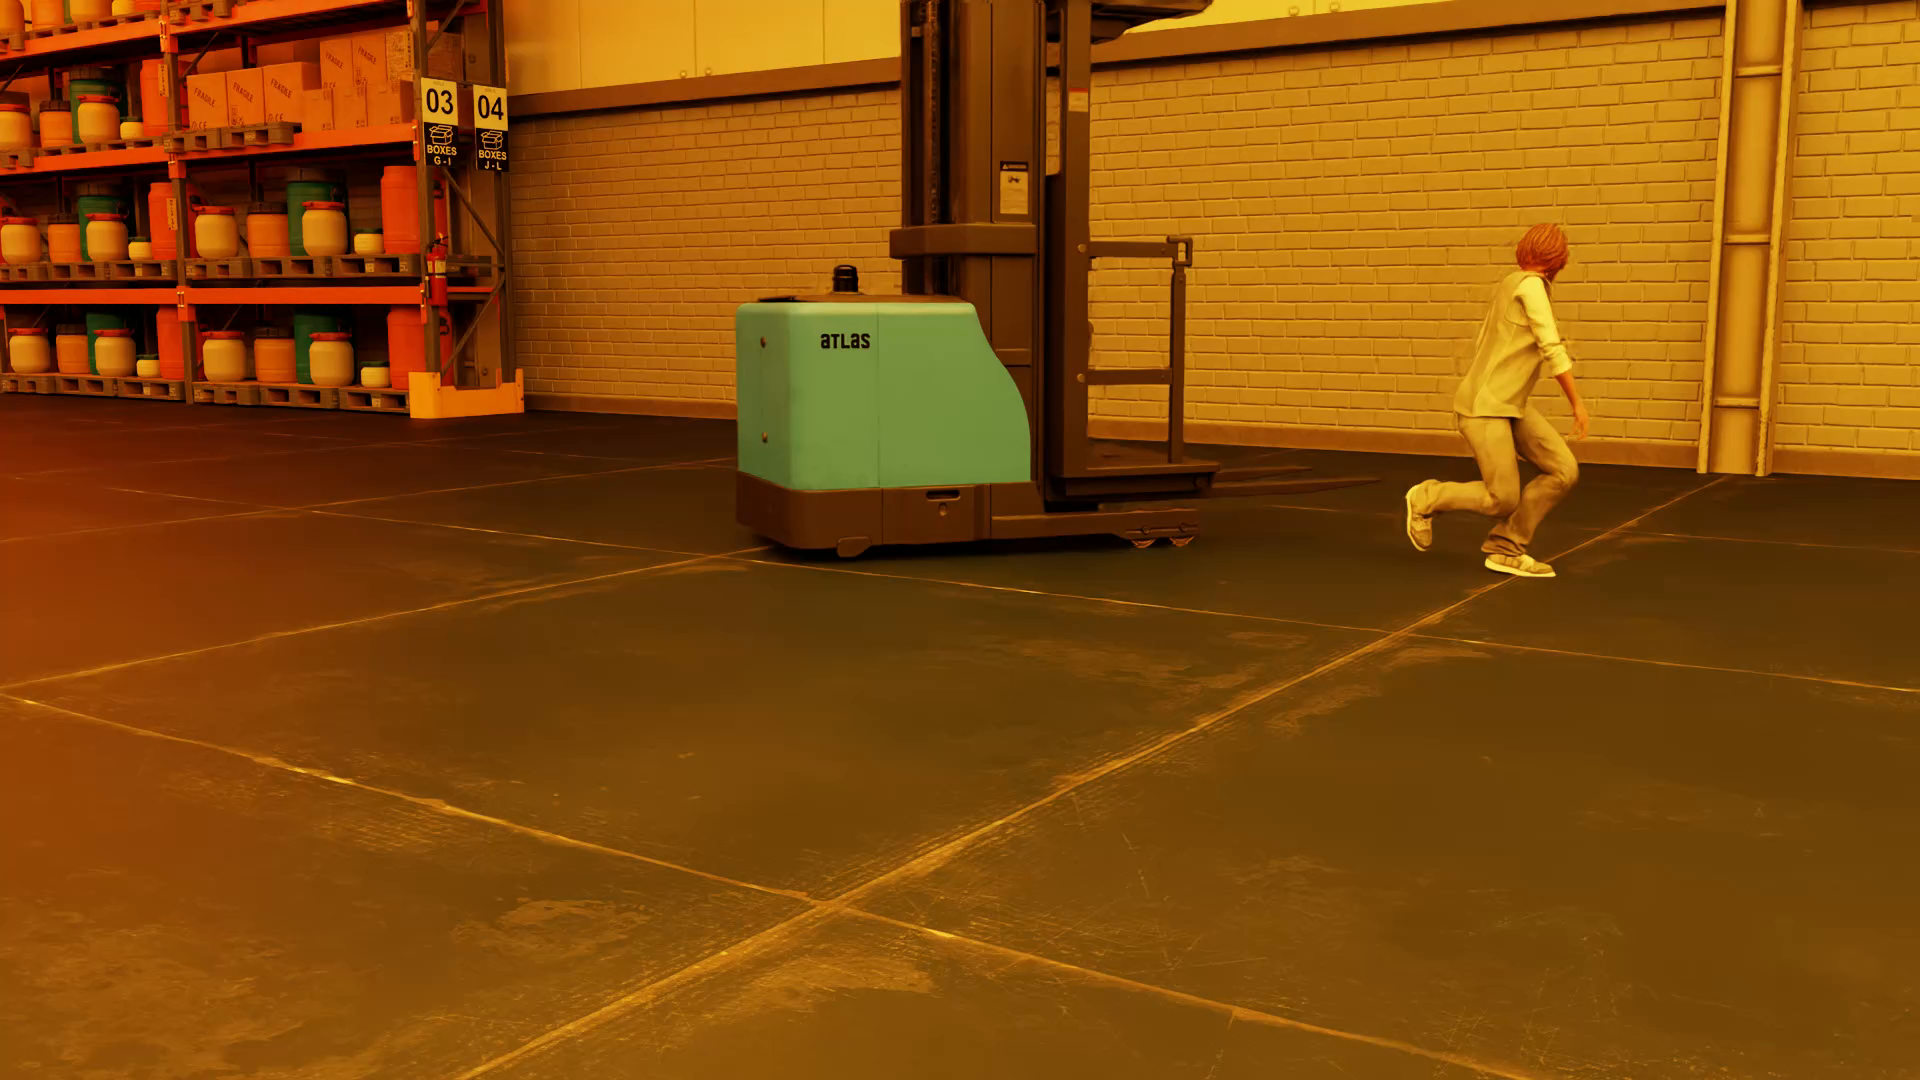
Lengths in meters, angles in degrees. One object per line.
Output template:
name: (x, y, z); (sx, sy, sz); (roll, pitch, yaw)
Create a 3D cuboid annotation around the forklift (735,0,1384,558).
forklift: (0.532, -1.486, 7.642); (3.031, 2.935, 1.130); (-3, 9, -22)

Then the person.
person: (2.163, -0.553, 6.632); (0.730, 1.396, 0.543); (5, 10, 32)
